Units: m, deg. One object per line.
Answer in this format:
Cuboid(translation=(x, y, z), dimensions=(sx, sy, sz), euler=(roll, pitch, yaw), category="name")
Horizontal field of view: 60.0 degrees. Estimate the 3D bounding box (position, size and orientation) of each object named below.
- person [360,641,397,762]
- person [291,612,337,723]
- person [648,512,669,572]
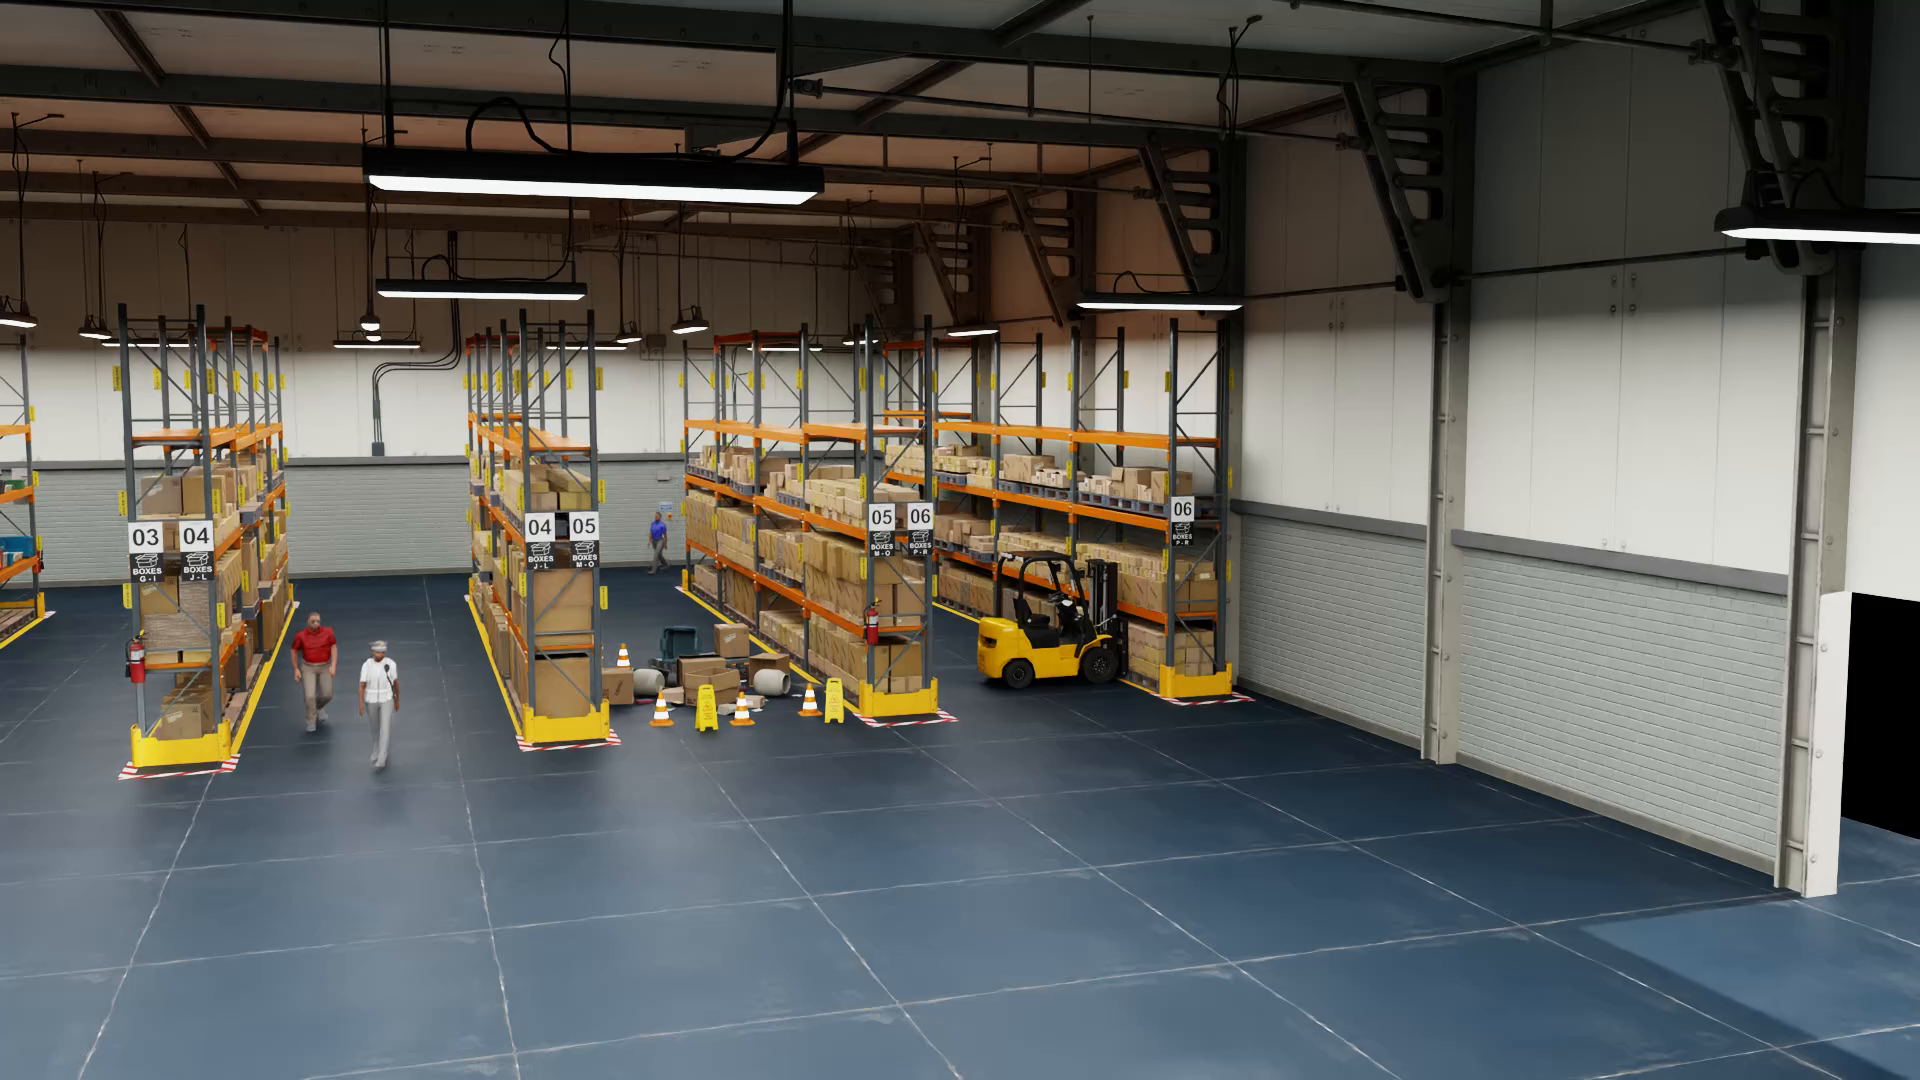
Cuboid(translation=(-7.600, 2.084, 21.760), dimensions=(0.445, 1.580, 0.720), euler=(-1, 6, -10), category="person")
Cuboid(translation=(-9.366, 1.836, 24.115), dimensions=(0.626, 1.625, 0.543), euler=(-3, 6, -29), category="person")
Cuboid(translation=(-7.863, 0.039, 43.549), dimensions=(0.462, 1.564, 0.781), euler=(3, 6, 27), category="person")
